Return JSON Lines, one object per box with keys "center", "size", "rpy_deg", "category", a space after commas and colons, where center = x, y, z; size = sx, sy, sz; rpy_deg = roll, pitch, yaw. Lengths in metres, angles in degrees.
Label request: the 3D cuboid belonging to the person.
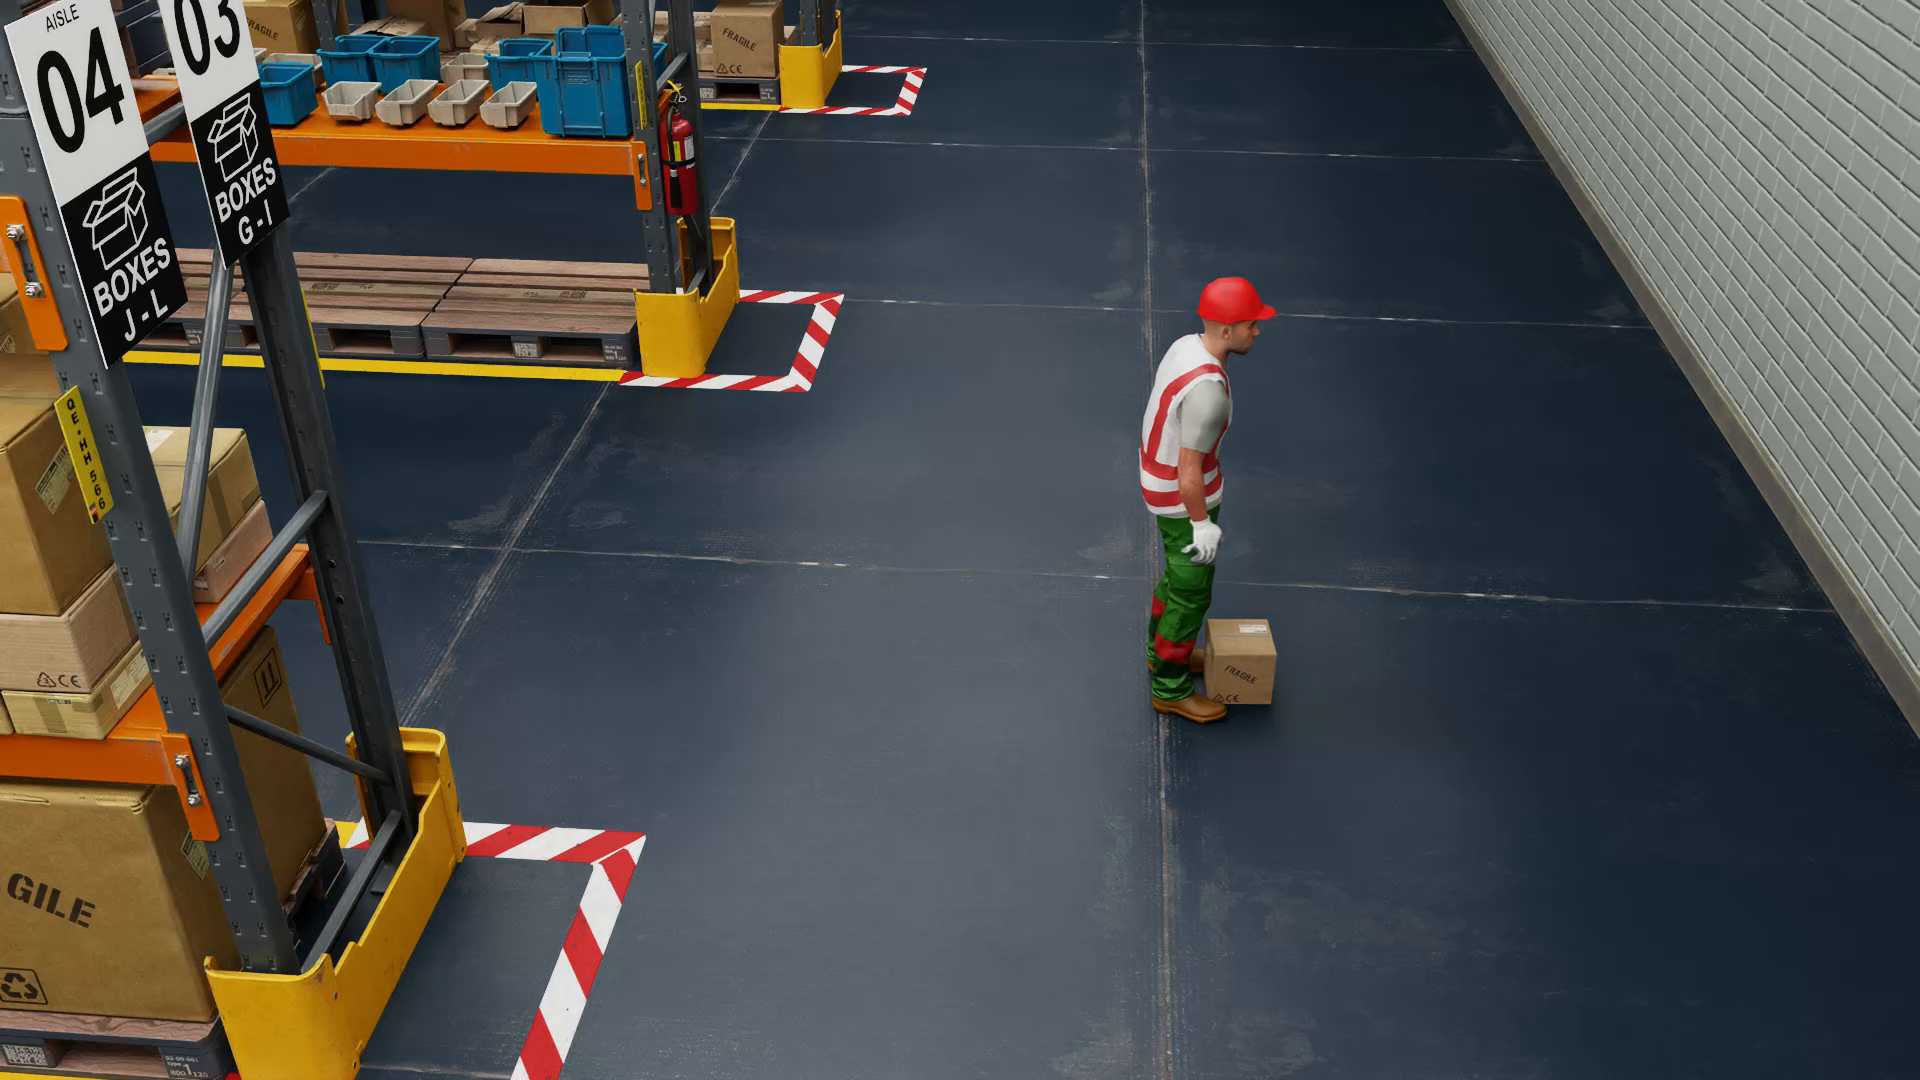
{"center": [0.913, -0.166, 6.390], "size": [0.455, 1.779, 0.612], "rpy_deg": [2, 32, 4], "category": "person"}
